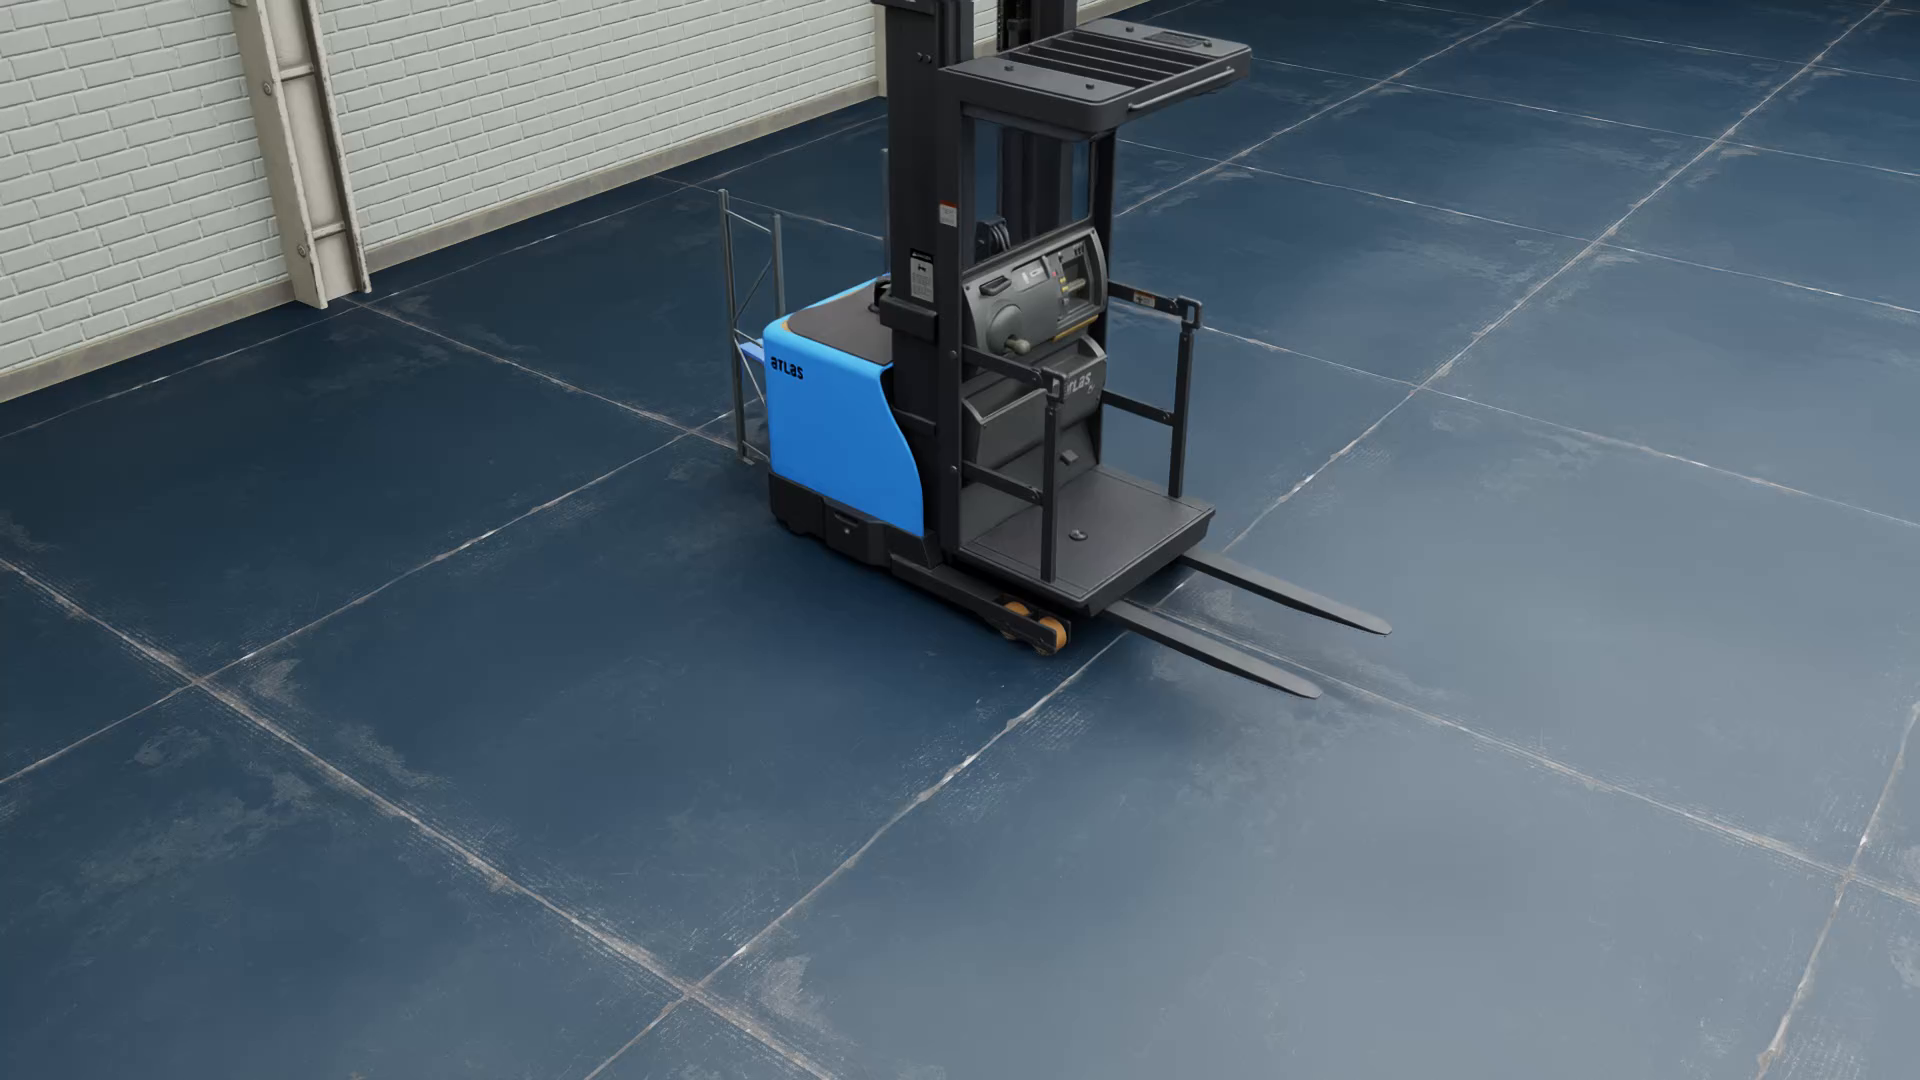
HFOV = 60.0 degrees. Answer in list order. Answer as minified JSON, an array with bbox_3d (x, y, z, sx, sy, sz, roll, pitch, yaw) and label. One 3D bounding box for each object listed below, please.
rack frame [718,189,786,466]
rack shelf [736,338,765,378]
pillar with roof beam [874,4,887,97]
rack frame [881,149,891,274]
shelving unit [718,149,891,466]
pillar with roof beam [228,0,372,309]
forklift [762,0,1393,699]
[{"bbox_3d":[-1.027,-0.994,8.456,0.032,1.500,0.500,-23,38,-33],"label":"rack frame"},{"bbox_3d":[-0.637,-1.005,8.827,1.000,0.185,0.538,-23,38,-33],"label":"rack shelf"},{"bbox_3d":[2.911,-6.607,10.572,9.100,9.000,0.400,21,37,31],"label":"pillar with roof beam"},{"bbox_3d":[-0.246,-1.326,9.016,0.032,1.500,0.500,-23,38,-33],"label":"rack frame"},{"bbox_3d":[-0.637,-1.160,8.736,1.048,1.500,0.538,-23,38,-33],"label":"shelving unit"},{"bbox_3d":[-0.711,-4.168,6.457,9.100,9.000,0.400,21,37,31],"label":"pillar with roof beam"},{"bbox_3d":[0.498,-1.055,7.155,3.031,2.935,1.130,23,38,34],"label":"forklift"}]
